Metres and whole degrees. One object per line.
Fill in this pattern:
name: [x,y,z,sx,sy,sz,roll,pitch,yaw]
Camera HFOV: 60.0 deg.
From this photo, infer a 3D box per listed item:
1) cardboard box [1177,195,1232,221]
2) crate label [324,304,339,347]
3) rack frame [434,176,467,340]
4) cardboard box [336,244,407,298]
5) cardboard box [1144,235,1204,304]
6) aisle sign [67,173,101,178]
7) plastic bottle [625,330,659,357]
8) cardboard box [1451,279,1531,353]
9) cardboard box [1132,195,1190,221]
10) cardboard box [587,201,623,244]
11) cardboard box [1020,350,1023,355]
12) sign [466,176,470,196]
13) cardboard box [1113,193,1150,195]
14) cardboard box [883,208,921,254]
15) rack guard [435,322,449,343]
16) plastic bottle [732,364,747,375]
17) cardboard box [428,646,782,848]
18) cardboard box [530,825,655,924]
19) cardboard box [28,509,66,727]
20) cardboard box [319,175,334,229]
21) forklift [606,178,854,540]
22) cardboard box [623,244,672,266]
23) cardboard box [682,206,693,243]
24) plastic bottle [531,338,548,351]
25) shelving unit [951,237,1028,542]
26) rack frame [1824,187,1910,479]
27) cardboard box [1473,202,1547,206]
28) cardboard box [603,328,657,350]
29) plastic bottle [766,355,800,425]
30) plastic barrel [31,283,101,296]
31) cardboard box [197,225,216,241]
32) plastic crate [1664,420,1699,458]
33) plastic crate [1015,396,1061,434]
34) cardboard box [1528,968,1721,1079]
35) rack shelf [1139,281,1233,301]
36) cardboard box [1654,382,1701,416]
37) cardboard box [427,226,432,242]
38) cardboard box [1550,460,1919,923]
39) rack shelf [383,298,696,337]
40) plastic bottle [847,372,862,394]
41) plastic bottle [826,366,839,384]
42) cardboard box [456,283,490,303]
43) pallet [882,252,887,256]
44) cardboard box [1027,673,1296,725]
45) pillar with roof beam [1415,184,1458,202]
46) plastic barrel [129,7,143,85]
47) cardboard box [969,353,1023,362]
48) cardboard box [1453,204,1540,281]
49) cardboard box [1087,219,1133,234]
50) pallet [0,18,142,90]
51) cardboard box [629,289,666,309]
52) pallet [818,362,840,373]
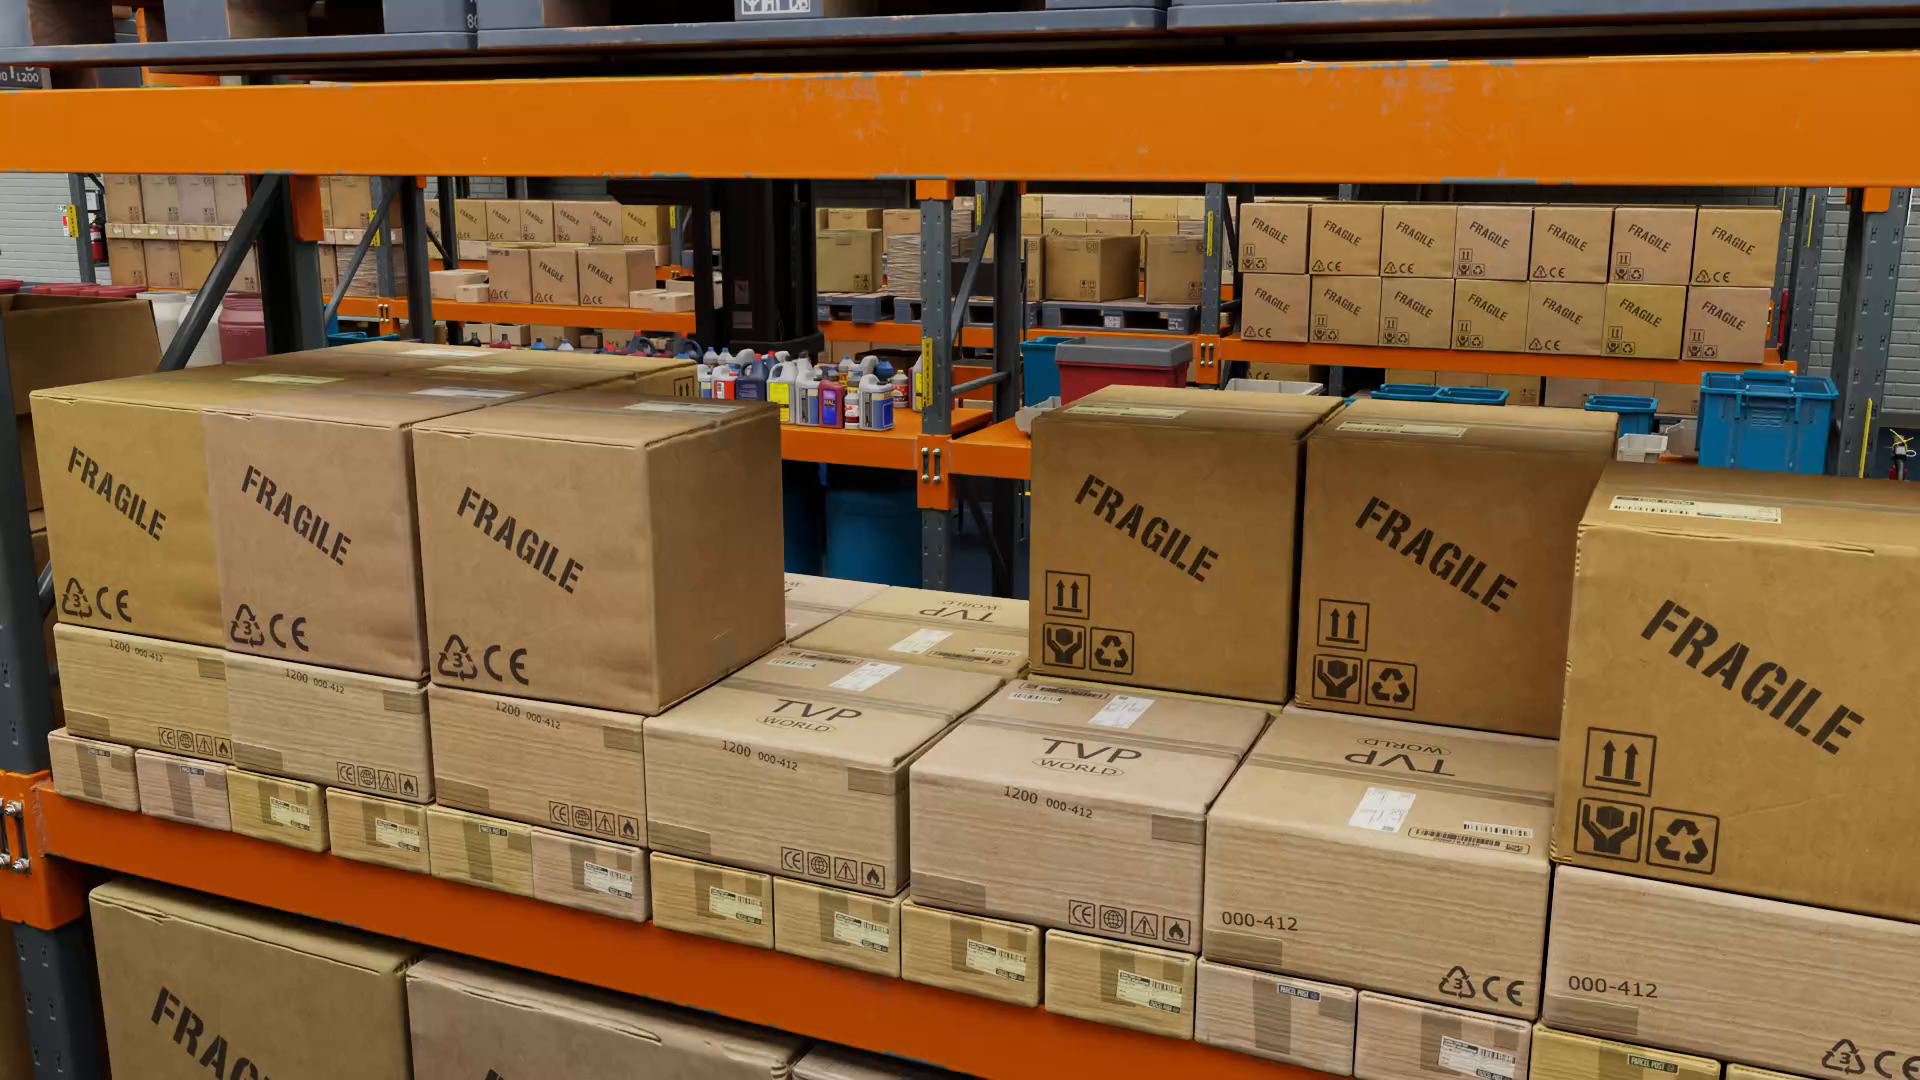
cardboard box: [2.620,-3.513,17.606,0.500,0.250,0.500,6,15,24]
crate label: [-4.388,-1.325,10.759,0.616,0.435,0.502,6,14,23]
rack frame: [-6.891,-3.969,22.104,0.127,3.000,1.000,6,14,23]
cardboard box: [-5.645,-2.652,16.273,0.500,0.500,0.700,5,14,22]
cardboard box: [1.735,-2.167,13.287,0.500,0.500,0.700,1,13,4]
aisle sign: [-9.078,-4.142,17.149,0.004,0.787,0.394,6,14,23]
plastic bottle: [-1.873,-1.058,9.806,0.185,0.351,0.144,6,14,23]
cardboard box: [3.825,-1.628,11.908,0.500,0.500,0.500,6,14,22]
cardboard box: [2.154,-3.560,17.807,0.500,0.250,0.500,5,14,22]
cardboard box: [-4.250,-3.925,20.558,0.500,0.500,0.500,6,14,23]
cardboard box: [1.043,-2.291,18.740,0.750,0.750,0.750,6,14,22]
sign: [-6.648,-4.801,22.421,0.005,0.325,0.100,6,14,23]
cardboard box: [1.883,-3.713,18.455,0.500,0.250,0.500,5,14,22]
cardboard box: [-0.532,-3.579,19.260,0.500,0.500,0.700,4,14,18]
rack guard: [-6.822,-2.745,22.359,0.348,0.500,1.175,6,14,23]
plastic bottle: [-1.185,-0.804,8.897,0.097,0.271,0.097,0,13,0]
cardboard box: [-0.686,0.365,3.309,0.500,0.250,0.500,6,15,25]
cardboard box: [-0.617,0.584,3.250,0.250,0.149,0.380,6,14,24]
cardboard box: [-2.477,0.210,4.074,0.500,0.500,0.500,6,14,23]
cardboard box: [-6.108,-3.330,16.323,0.500,0.500,0.700,6,14,23]
forklift: [-1.835,-1.552,11.954,3.031,2.935,1.130,4,14,18]
cardboard box: [-3.790,-3.516,20.458,0.500,0.250,0.500,6,14,23]
cardboard box: [-3.579,-3.988,20.827,0.500,0.500,0.500,5,14,22]
plastic bottle: [-2.560,-1.095,10.136,0.097,0.271,0.097,0,13,0]
shelving unit: [0.151,-1.007,11.450,0.503,2.100,0.431,6,14,23]
rack frame: [3.725,-0.419,6.976,0.127,3.000,1.000,6,14,23]
cardboard box: [4.035,-2.226,12.268,0.500,0.500,0.500,6,14,23]
cardboard box: [-4.199,-2.684,21.135,0.500,0.500,0.500,5,14,19]
plastic bottle: [-0.905,-0.782,8.630,0.185,0.351,0.144,6,14,23]
plastic barrel: [-5.790,-1.394,10.831,0.433,0.535,0.433,0,13,0]
cardboard box: [-7.444,-3.099,16.755,0.250,0.149,0.380,6,14,23]
plastic crate: [3.373,-0.459,7.590,0.298,0.136,0.250,6,14,23]
plastic crate: [0.435,-0.617,8.266,0.243,0.136,0.396,6,14,23]
cardboard box: [1.022,0.750,2.544,0.250,0.149,0.380,6,14,24]
rack shelf: [2.252,-2.694,18.243,4.000,0.370,1.077,6,14,23]
cardboard box: [7.057,-1.520,16.219,0.500,0.500,0.700,6,14,23]
cardboard box: [-5.404,-2.994,16.308,0.250,0.149,0.380,6,14,23]
cardboard box: [1.167,0.188,2.423,0.500,0.500,0.500,6,14,24]
rack shelf: [-3.408,-2.029,15.409,4.000,0.370,1.077,6,14,23]
plastic bottle: [-0.569,-0.821,9.124,0.097,0.201,0.097,0,13,0]
plastic bottle: [-0.720,-0.874,9.350,0.097,0.201,0.097,0,13,0]
cardboard box: [-4.510,-2.317,15.613,0.250,0.149,0.380,6,14,23]
pallet: [-1.403,-3.310,19.715,1.213,0.211,1.003,6,14,23]
cardboard box: [0.453,0.349,3.380,0.500,0.250,0.500,5,14,21]
pillar with roof beam: [3.327,-4.996,13.348,0.400,9.000,9.100,6,14,23]
plastic barrel: [-5.498,-3.111,10.785,0.708,0.901,0.600,6,14,23]
cardboard box: [0.361,-1.421,14.110,0.500,0.250,0.500,5,14,22]
cardboard box: [3.809,-2.114,11.790,0.500,0.500,0.500,6,15,25]
cardboard box: [1.692,-3.237,18.071,0.500,0.500,0.500,6,14,23]
pallet: [-2.797,-1.197,4.141,1.217,0.209,0.805,5,14,21]
cardboard box: [-2.768,-2.178,15.020,0.250,0.149,0.380,7,15,27]
pallet: [-1.402,-2.057,20.059,1.213,0.211,1.003,6,14,23]
